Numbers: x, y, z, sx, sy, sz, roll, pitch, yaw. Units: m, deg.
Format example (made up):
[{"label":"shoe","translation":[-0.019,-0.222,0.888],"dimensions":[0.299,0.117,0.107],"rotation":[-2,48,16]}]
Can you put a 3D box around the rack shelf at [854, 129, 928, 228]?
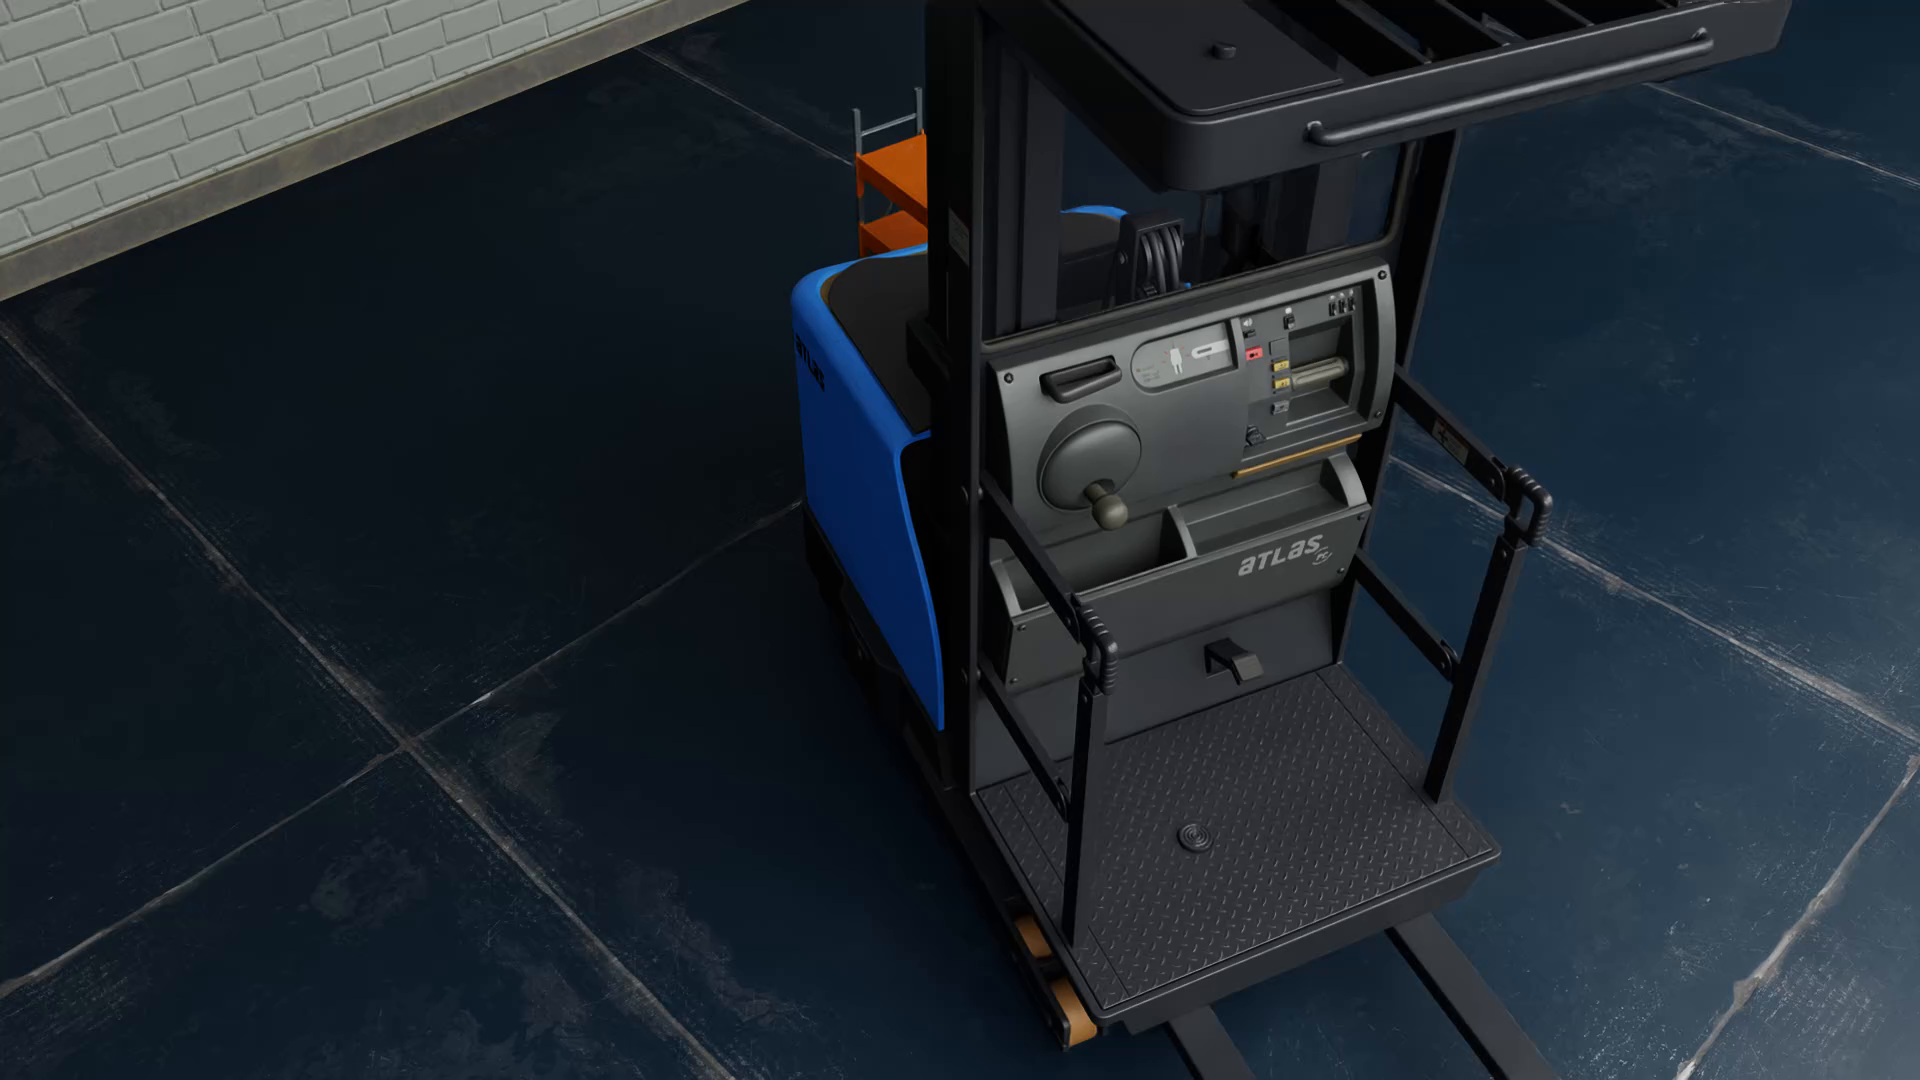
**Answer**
[{"label":"rack shelf","translation":[-0.071,-1.009,4.879],"dimensions":[0.258,0.148,0.480],"rotation":[-26,49,-25]}]

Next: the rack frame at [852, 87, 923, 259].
[{"label":"rack frame","translation":[-0.214,-0.855,5.291],"dimensions":[0.240,1.200,0.015],"rotation":[-26,49,-25]}]

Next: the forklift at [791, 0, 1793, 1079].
[{"label":"forklift","translation":[0.597,-0.219,3.327],"dimensions":[1.130,2.935,3.031],"rotation":[-17,45,-18]}]

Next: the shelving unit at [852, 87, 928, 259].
[{"label":"shelving unit","translation":[-0.071,-0.720,5.145],"dimensions":[0.258,1.200,0.503],"rotation":[-26,49,-25]}]

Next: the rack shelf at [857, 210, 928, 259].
[{"label":"rack shelf","translation":[-0.071,-0.835,5.039],"dimensions":[0.258,0.148,0.480],"rotation":[-26,49,-25]}]
